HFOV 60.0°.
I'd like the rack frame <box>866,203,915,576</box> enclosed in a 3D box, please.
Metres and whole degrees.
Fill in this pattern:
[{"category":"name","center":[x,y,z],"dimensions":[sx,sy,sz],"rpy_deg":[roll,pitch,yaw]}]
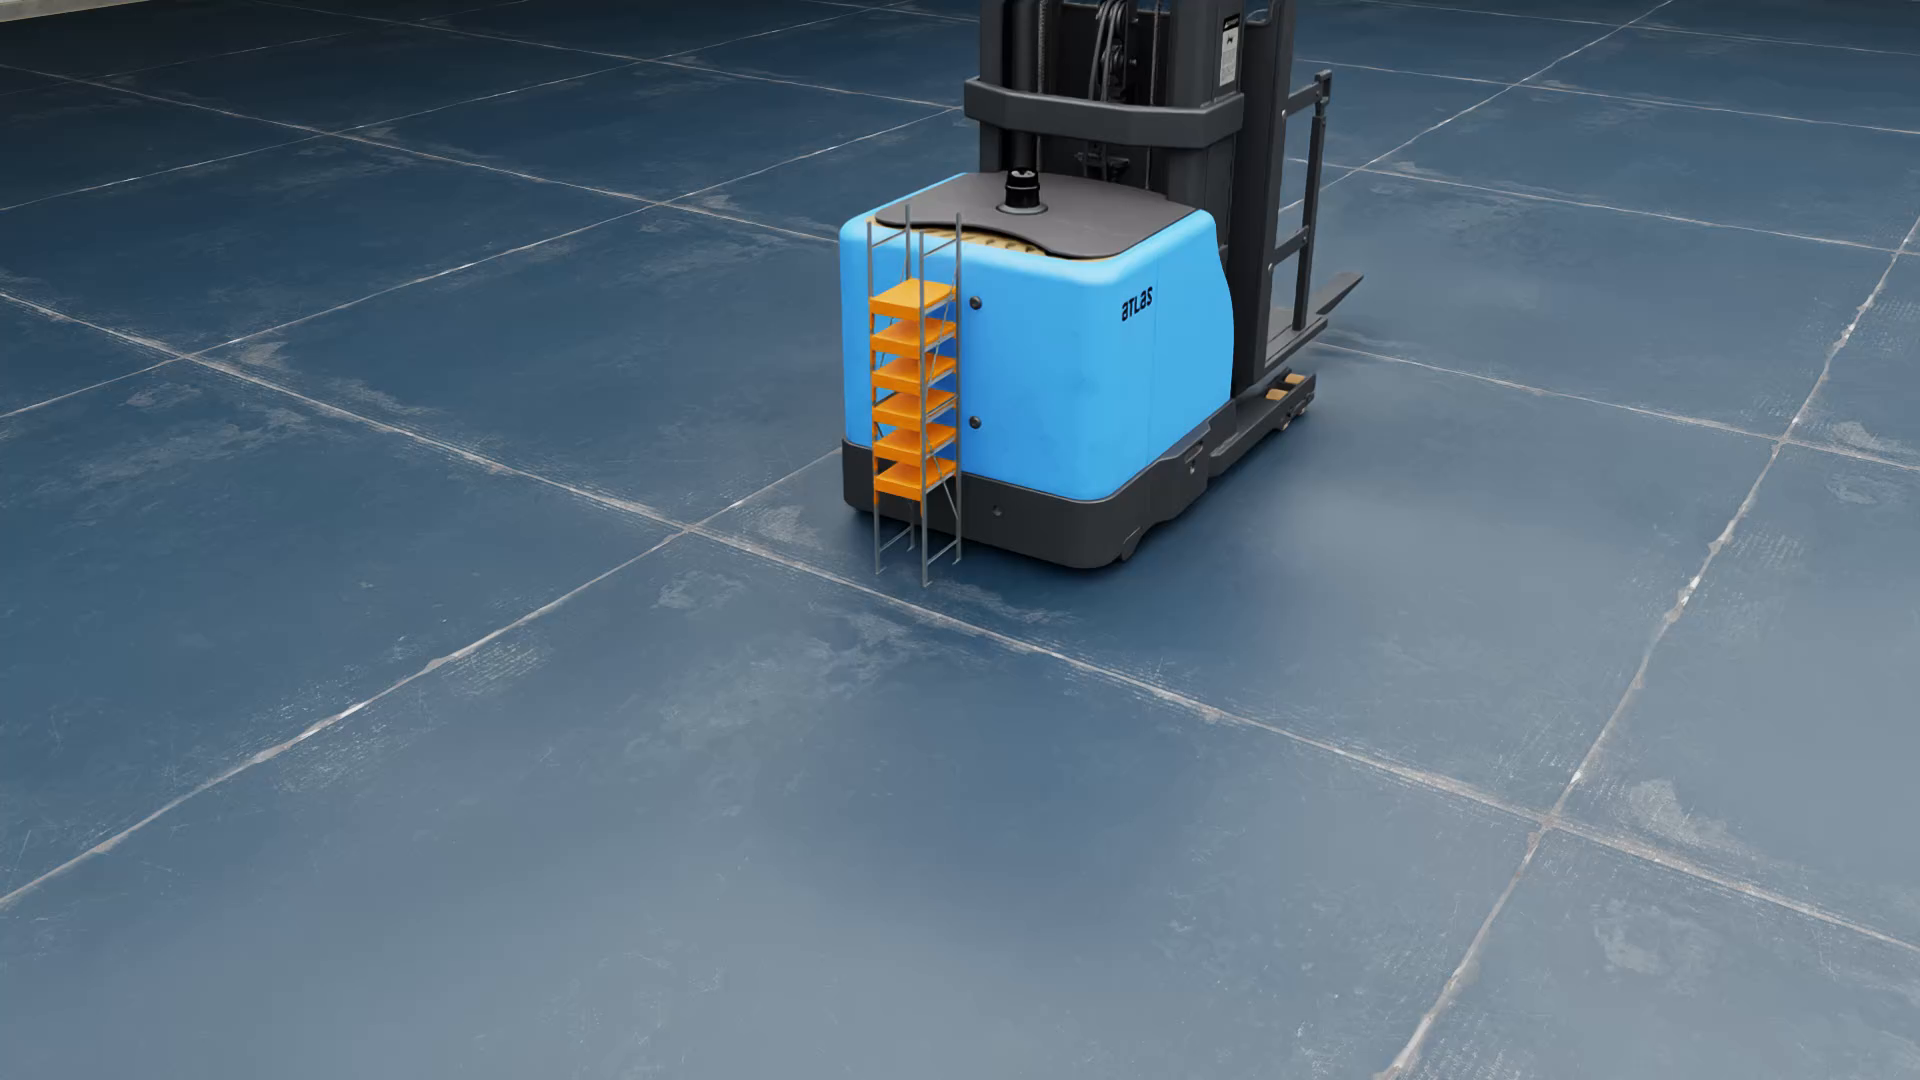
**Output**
[{"category":"rack frame","center":[-0.217,-0.463,5.338],"dimensions":[0.006,1.200,0.240],"rpy_deg":[15,30,27]}]

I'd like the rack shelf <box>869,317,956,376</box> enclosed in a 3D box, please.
[{"category":"rack shelf","center":[-0.138,-0.617,5.208],"dimensions":[0.180,0.103,0.258],"rpy_deg":[15,30,27]}]

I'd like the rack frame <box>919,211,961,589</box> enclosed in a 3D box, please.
[{"category":"rack frame","center":[-0.059,-0.422,5.256],"dimensions":[0.006,1.200,0.240],"rpy_deg":[15,30,27]}]

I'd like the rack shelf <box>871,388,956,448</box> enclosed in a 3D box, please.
[{"category":"rack shelf","center":[-0.138,-0.403,5.317],"dimensions":[0.180,0.103,0.258],"rpy_deg":[15,30,27]}]

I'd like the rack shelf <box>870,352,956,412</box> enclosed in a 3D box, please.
[{"category":"rack shelf","center":[-0.138,-0.510,5.262],"dimensions":[0.180,0.103,0.258],"rpy_deg":[15,30,27]}]

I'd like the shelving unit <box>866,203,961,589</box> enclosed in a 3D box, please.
[{"category":"shelving unit","center":[-0.138,-0.443,5.297],"dimensions":[0.189,1.200,0.258],"rpy_deg":[15,30,27]}]

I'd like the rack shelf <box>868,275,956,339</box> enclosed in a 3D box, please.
[{"category":"rack shelf","center":[-0.138,-0.724,5.154],"dimensions":[0.180,0.103,0.258],"rpy_deg":[15,30,27]}]

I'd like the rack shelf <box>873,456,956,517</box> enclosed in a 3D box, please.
[{"category":"rack shelf","center":[-0.138,-0.189,5.426],"dimensions":[0.180,0.103,0.258],"rpy_deg":[15,30,27]}]

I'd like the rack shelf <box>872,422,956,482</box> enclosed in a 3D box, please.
[{"category":"rack shelf","center":[-0.138,-0.296,5.371],"dimensions":[0.180,0.103,0.258],"rpy_deg":[15,30,27]}]

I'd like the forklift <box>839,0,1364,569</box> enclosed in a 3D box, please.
[{"category":"forklift","center":[0.788,-1.839,6.132],"dimensions":[1.130,2.935,3.031],"rpy_deg":[16,31,28]}]
